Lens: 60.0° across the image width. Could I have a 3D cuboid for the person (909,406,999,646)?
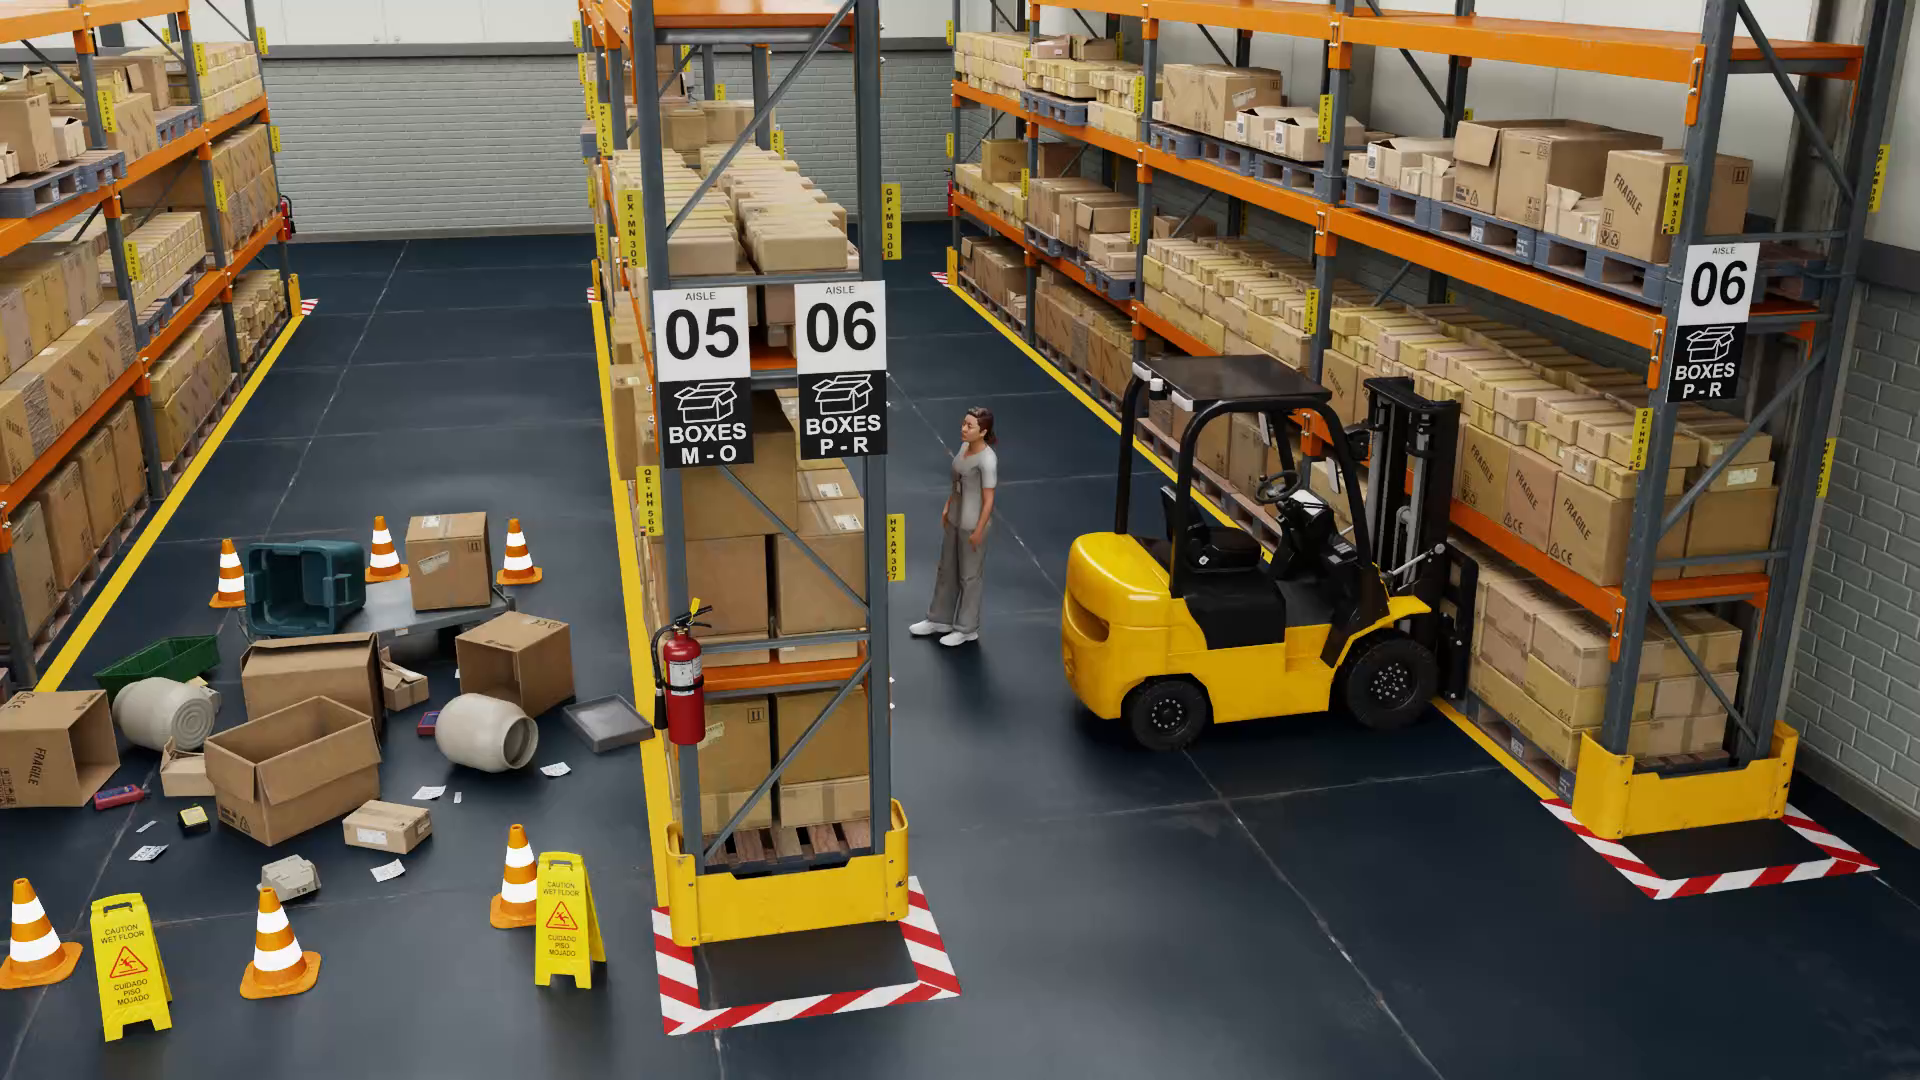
[{"bbox_3d":[-0.008,-0.092,11.303,0.550,1.677,0.550,-9,22,-23],"label":"person"}]
